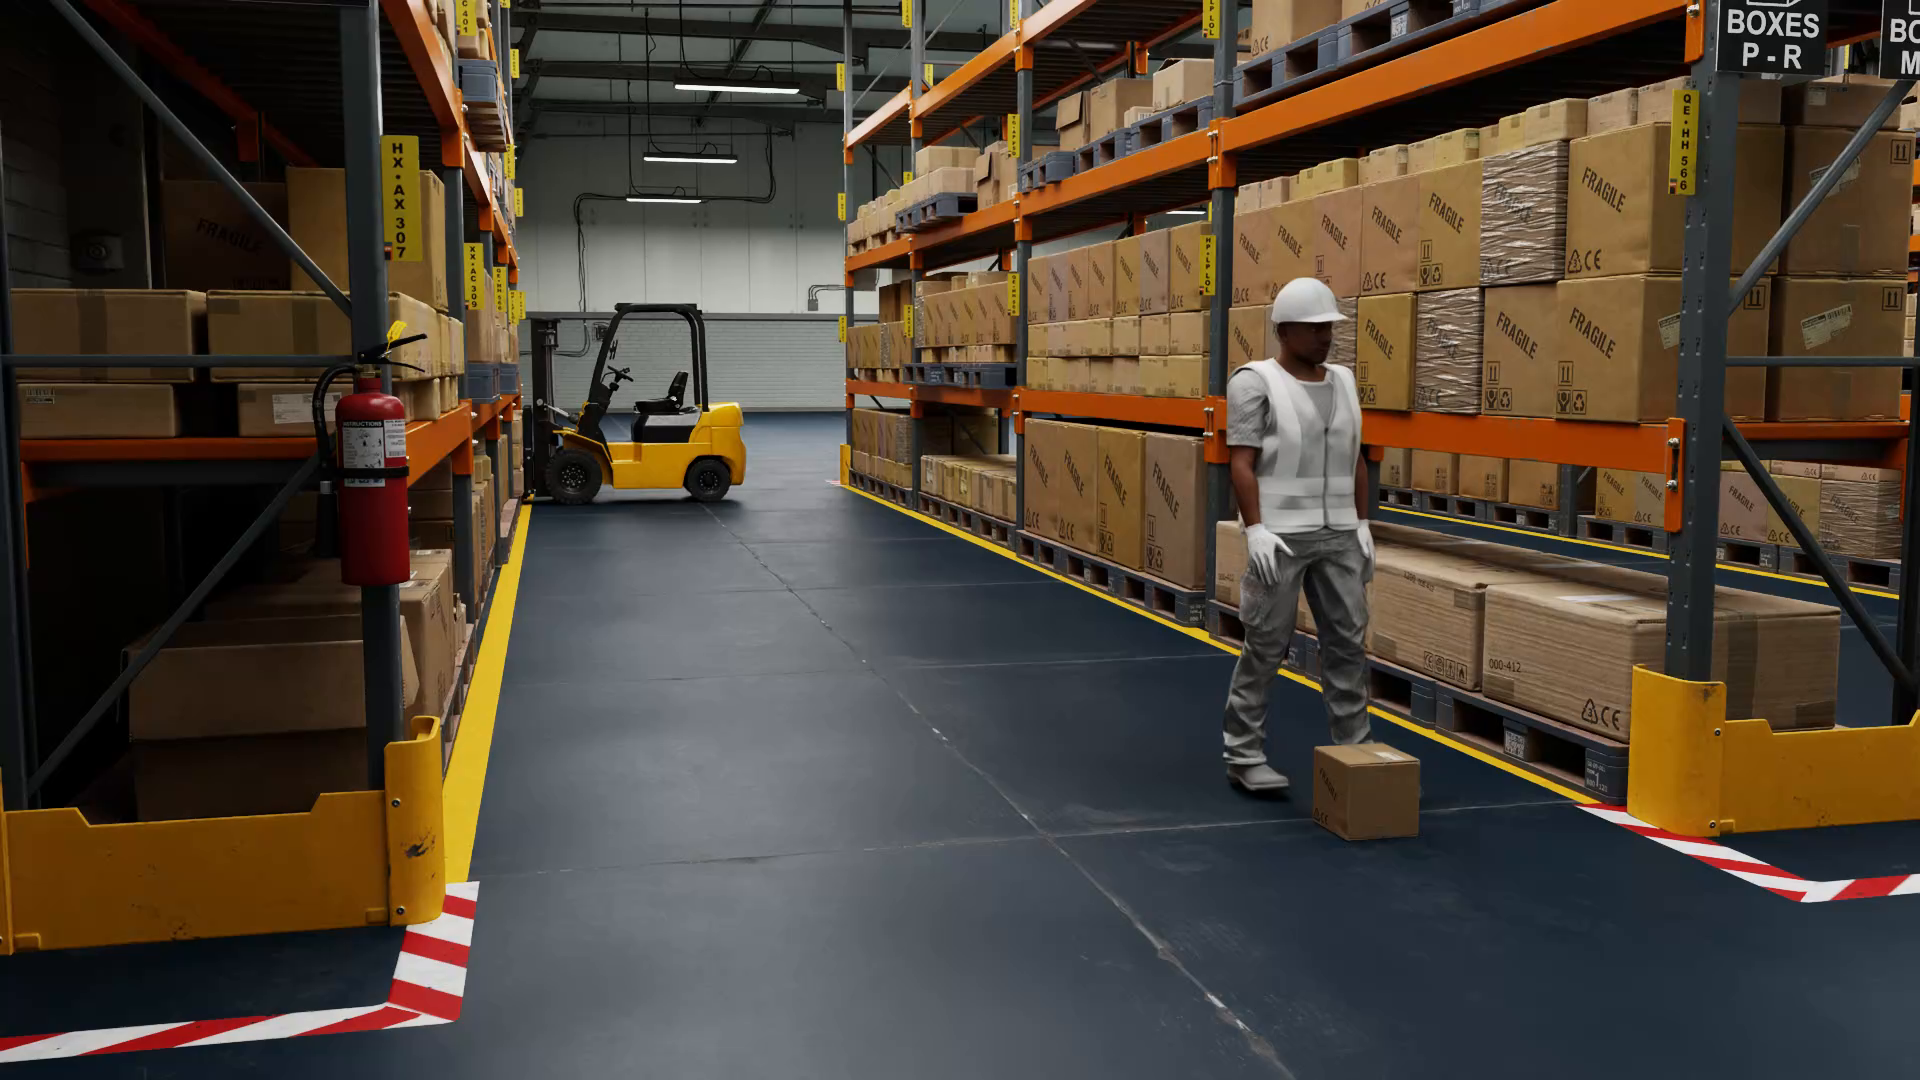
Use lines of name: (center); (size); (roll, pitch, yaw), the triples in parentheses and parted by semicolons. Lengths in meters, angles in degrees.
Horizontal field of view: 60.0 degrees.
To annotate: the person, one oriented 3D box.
person: (1.211, 0.002, 5.748); (0.581, 1.796, 0.487); (-3, 7, -23)
